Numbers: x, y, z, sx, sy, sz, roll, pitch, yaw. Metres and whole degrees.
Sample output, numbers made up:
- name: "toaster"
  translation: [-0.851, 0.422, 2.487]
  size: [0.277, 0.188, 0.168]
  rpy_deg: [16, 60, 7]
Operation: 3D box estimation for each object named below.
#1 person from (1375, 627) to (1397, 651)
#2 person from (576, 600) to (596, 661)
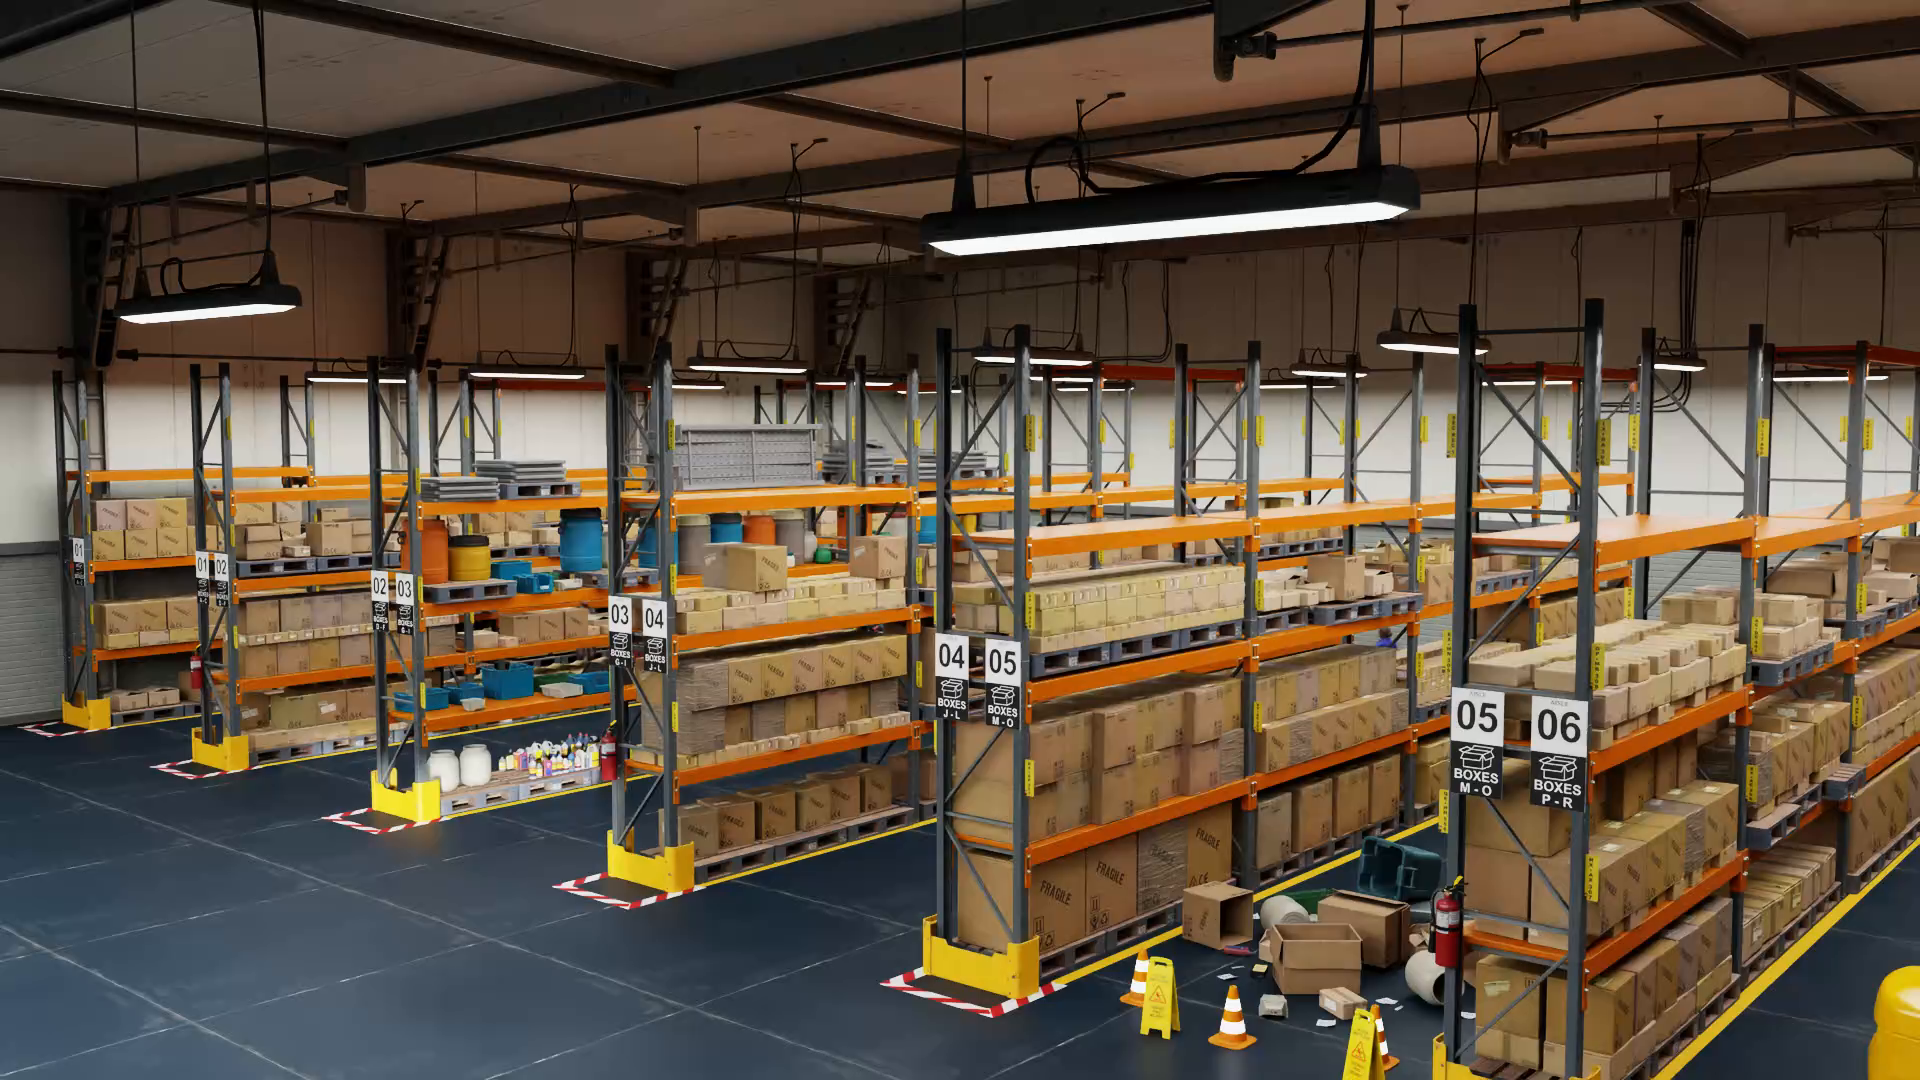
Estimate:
- name: "person"
  translation: [7.227, 2.283, 28.356]
  size: [0.532, 1.663, 0.333]
  rpy_deg: [-2, 5, -25]
- name: "person"
  translation: [-7.432, 1.967, 33.050]
  size: [0.548, 1.779, 0.484]
  rpy_deg: [-2, 4, -23]
